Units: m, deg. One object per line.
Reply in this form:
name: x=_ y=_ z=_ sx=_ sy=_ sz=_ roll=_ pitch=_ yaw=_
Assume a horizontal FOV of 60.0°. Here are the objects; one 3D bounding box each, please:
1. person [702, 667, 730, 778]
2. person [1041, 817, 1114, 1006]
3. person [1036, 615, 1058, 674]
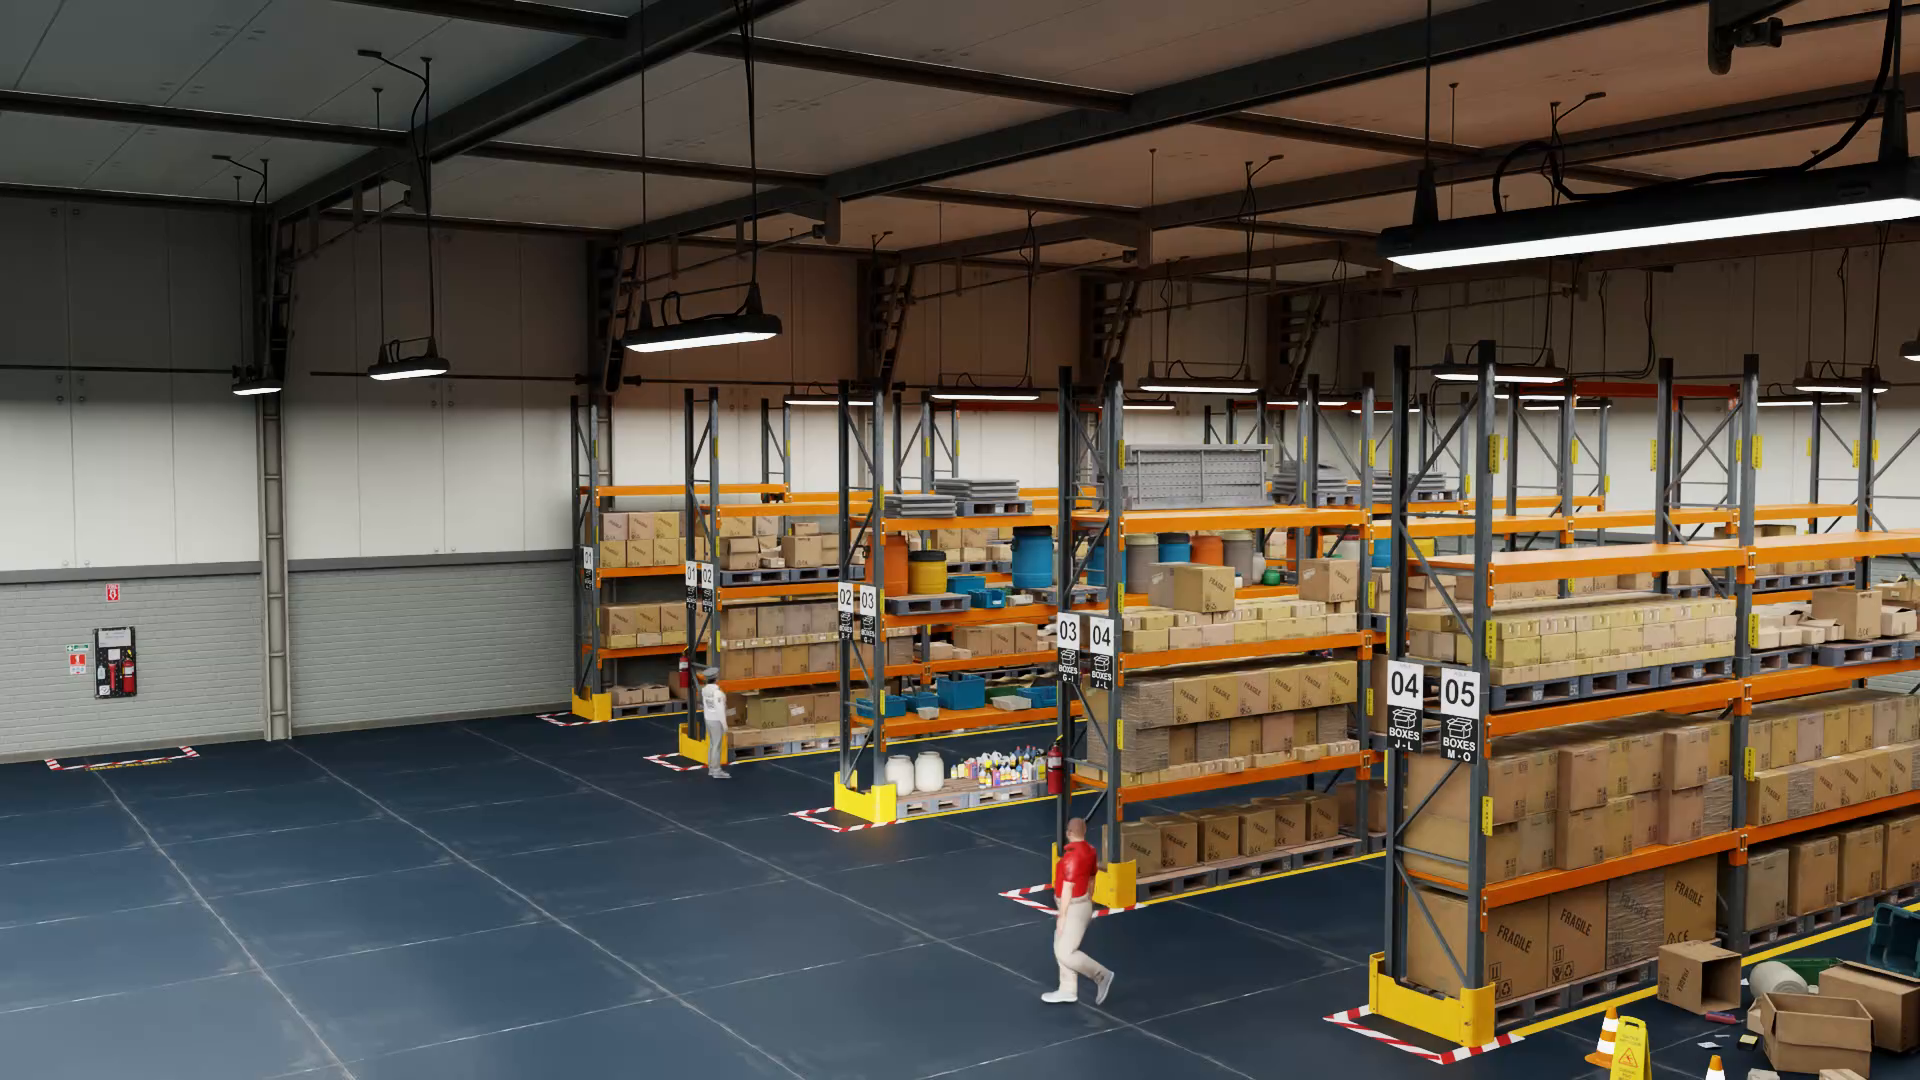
person: x=-3.736 y=2.793 z=25.463 sx=0.398 sy=1.699 sz=0.475 roll=-1 pitch=4 yaw=-18
person: x=1.061 y=3.377 z=15.114 sx=0.622 sy=1.721 sz=0.490 roll=0 pitch=3 yaw=-2
person: x=1.812 y=2.266 z=33.301 sx=0.455 sy=1.768 sz=0.705 roll=2 pitch=4 yaw=28
